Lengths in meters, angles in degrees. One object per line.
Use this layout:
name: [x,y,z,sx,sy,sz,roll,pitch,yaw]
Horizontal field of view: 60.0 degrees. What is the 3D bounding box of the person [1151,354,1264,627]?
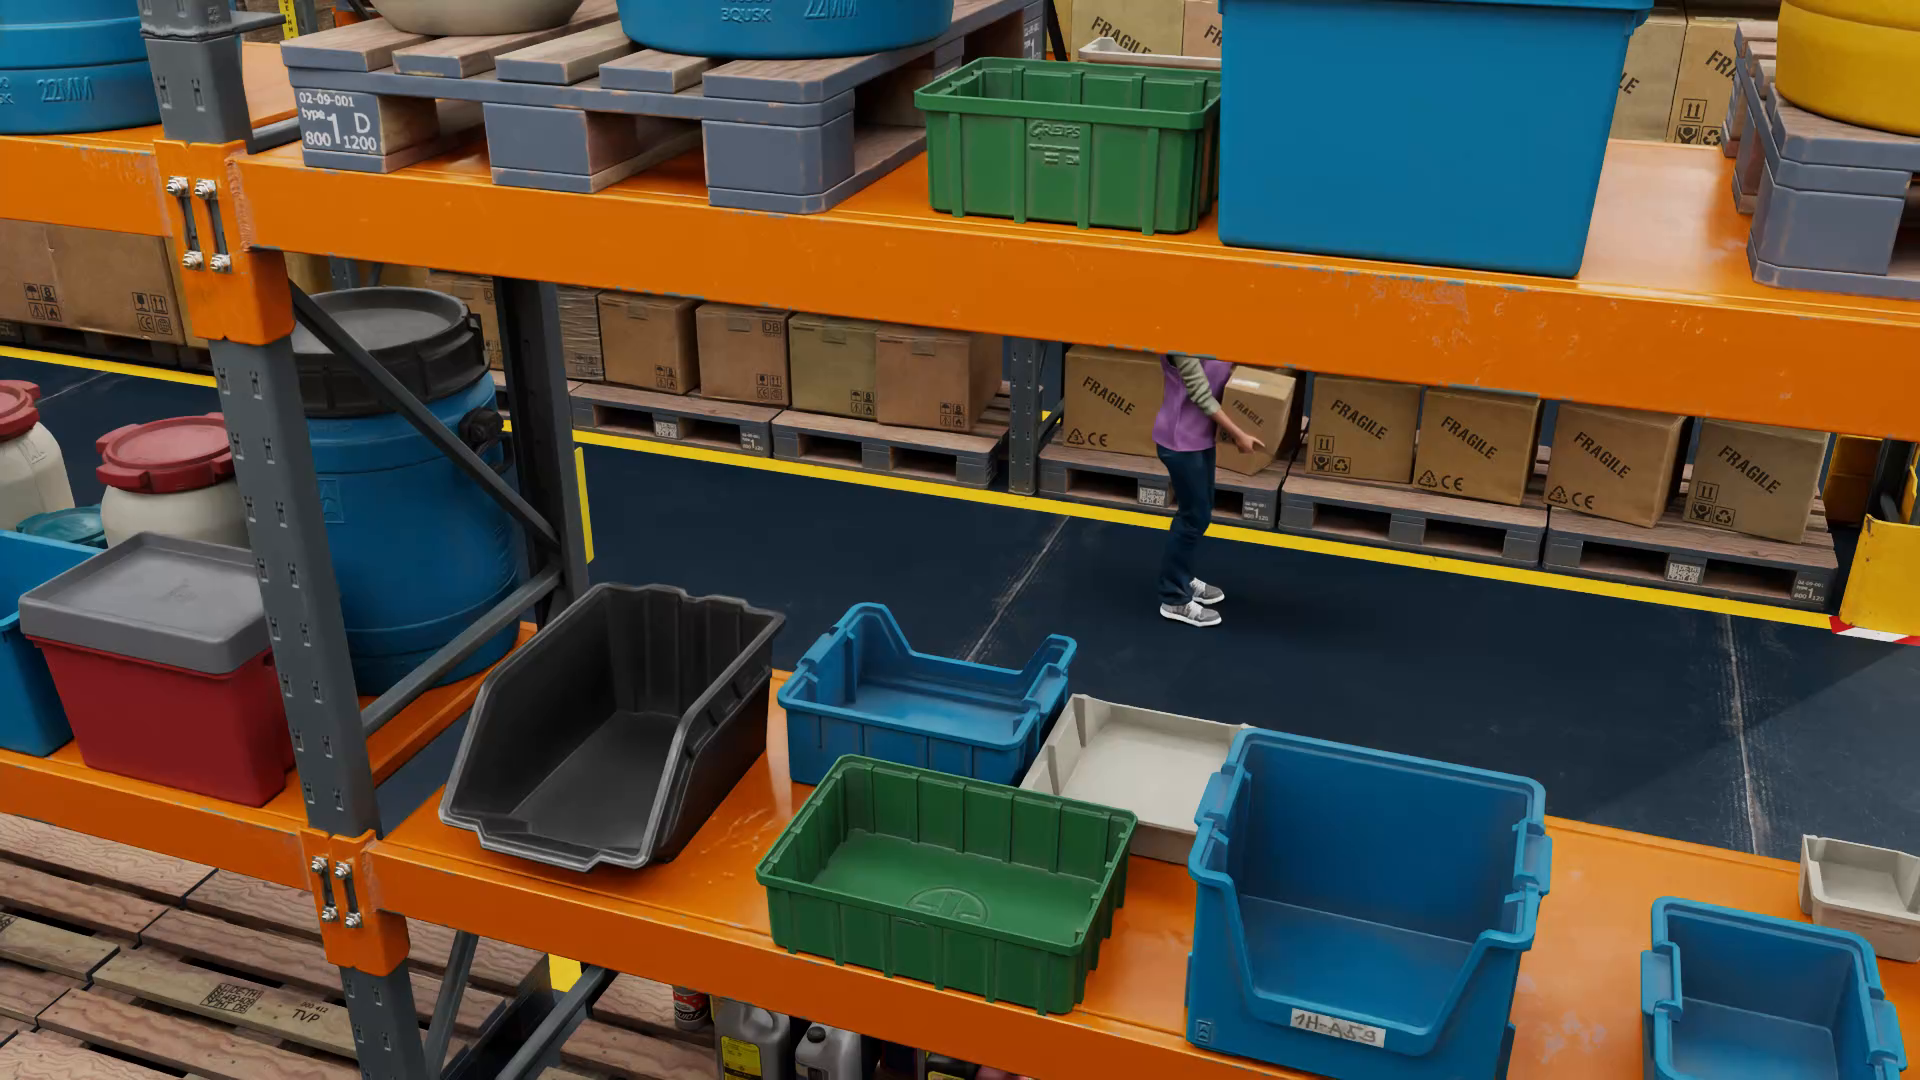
person: [1.046,-0.410,6.956,0.489,1.596,0.425,9,27,18]
